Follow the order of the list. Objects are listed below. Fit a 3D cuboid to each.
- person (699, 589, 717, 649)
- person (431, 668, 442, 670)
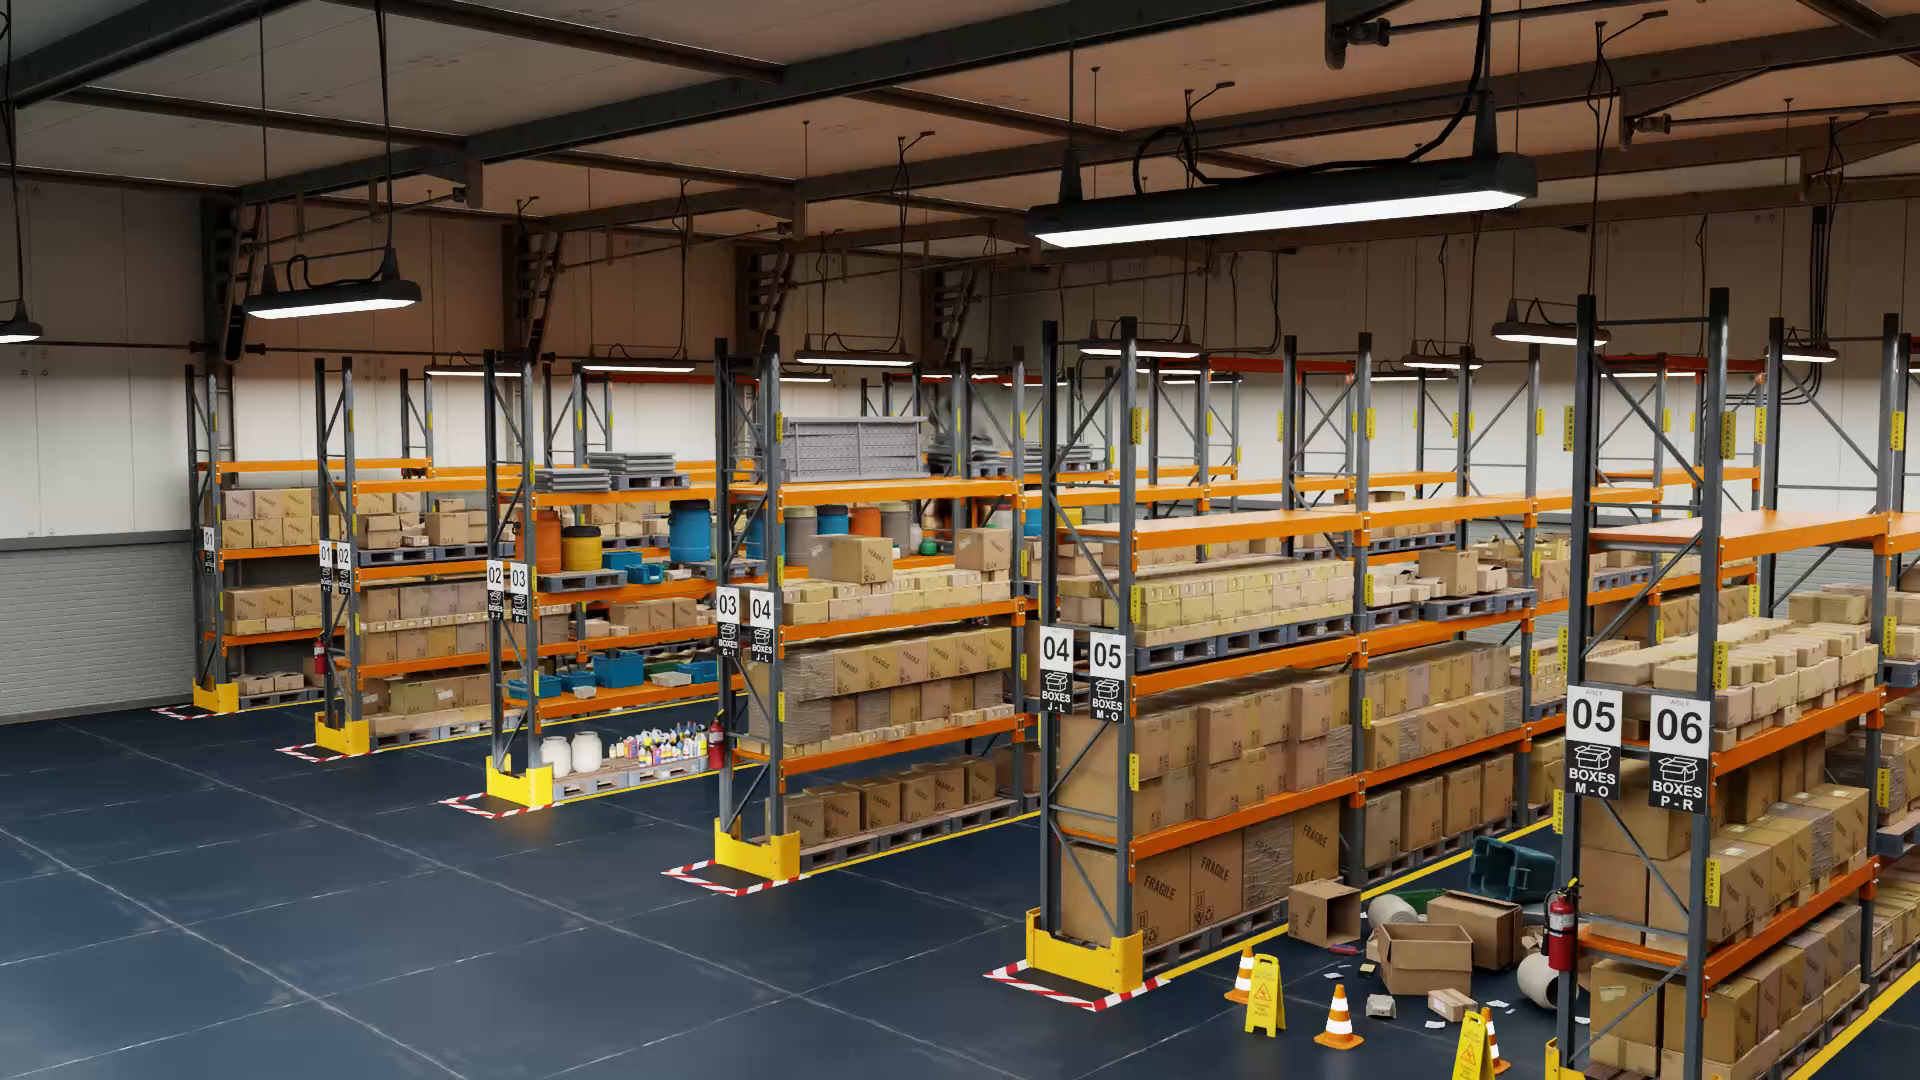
[{"bbox_3d":[-5.071,1.736,33.996,0.648,1.672,0.616,3,5,36],"label":"person"},{"bbox_3d":[-9.051,2.054,28.828,0.681,1.804,0.886,4,6,42],"label":"person"}]
